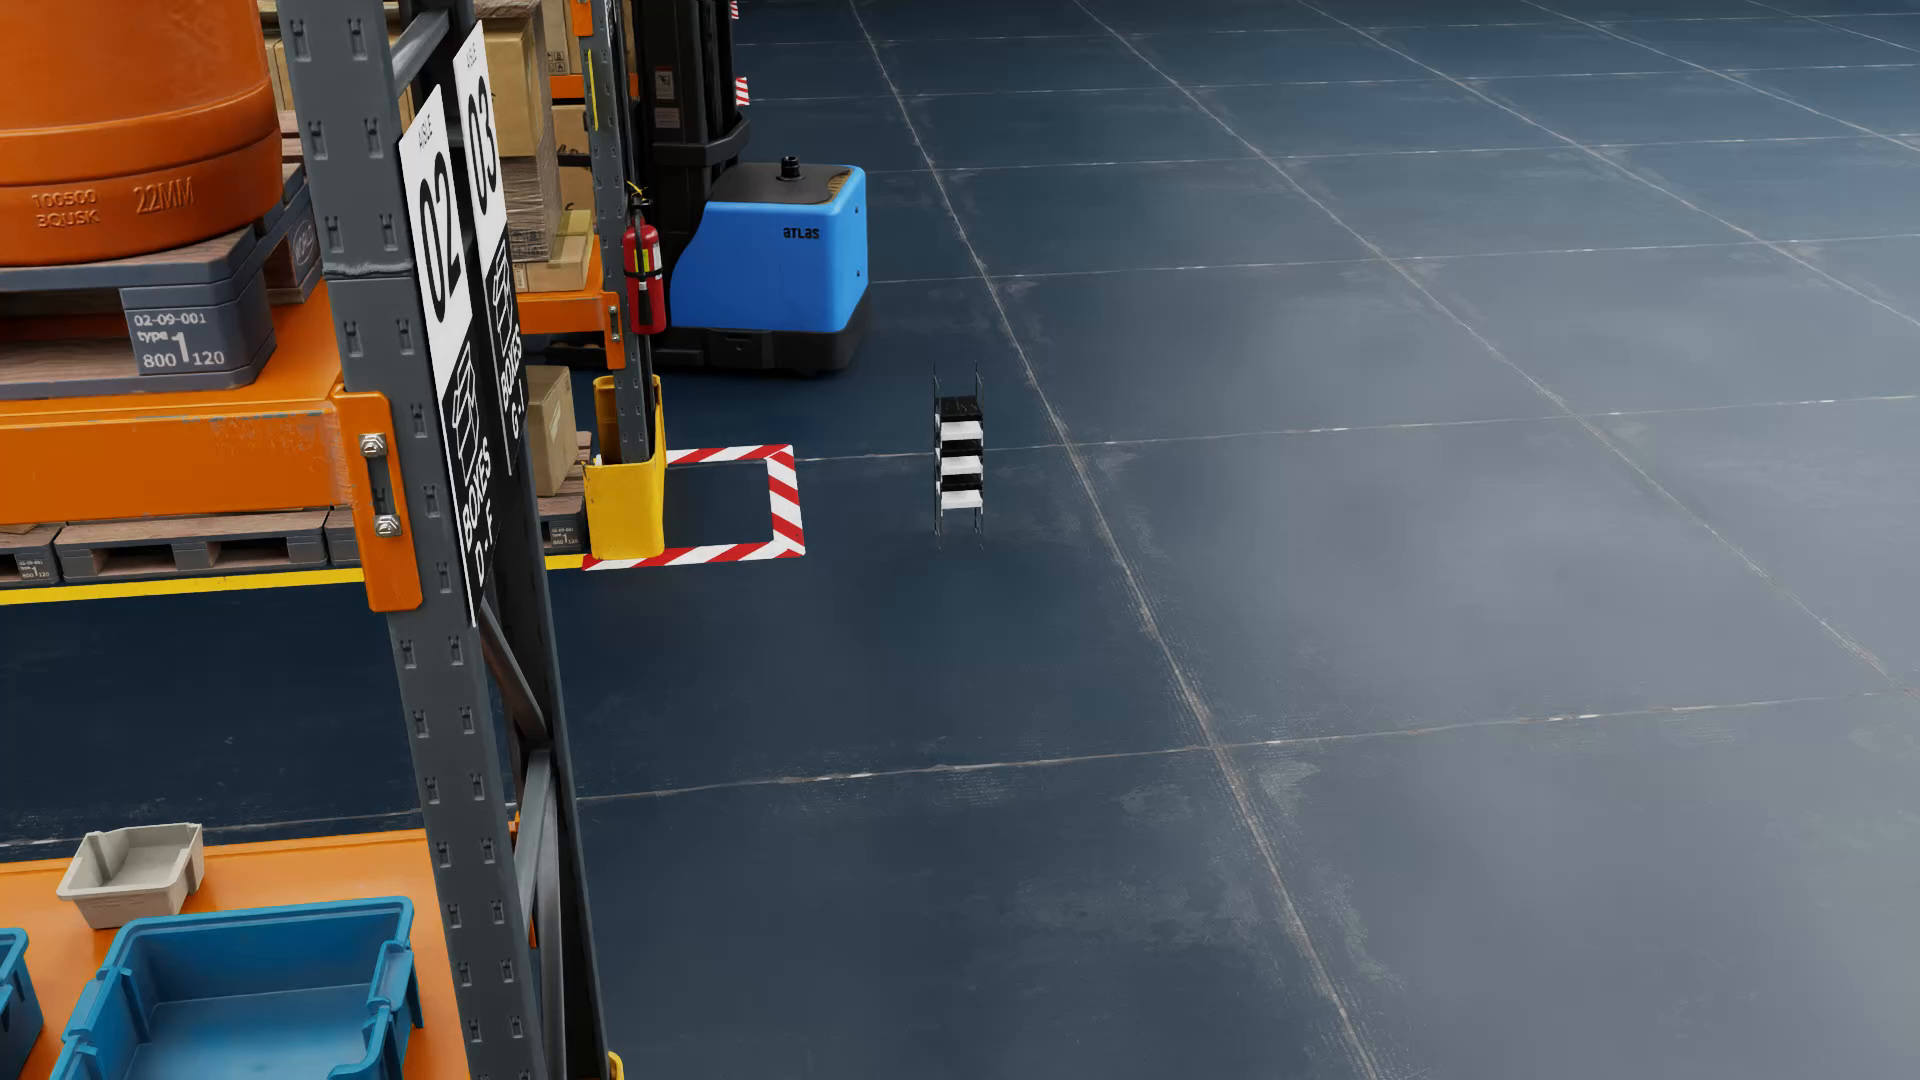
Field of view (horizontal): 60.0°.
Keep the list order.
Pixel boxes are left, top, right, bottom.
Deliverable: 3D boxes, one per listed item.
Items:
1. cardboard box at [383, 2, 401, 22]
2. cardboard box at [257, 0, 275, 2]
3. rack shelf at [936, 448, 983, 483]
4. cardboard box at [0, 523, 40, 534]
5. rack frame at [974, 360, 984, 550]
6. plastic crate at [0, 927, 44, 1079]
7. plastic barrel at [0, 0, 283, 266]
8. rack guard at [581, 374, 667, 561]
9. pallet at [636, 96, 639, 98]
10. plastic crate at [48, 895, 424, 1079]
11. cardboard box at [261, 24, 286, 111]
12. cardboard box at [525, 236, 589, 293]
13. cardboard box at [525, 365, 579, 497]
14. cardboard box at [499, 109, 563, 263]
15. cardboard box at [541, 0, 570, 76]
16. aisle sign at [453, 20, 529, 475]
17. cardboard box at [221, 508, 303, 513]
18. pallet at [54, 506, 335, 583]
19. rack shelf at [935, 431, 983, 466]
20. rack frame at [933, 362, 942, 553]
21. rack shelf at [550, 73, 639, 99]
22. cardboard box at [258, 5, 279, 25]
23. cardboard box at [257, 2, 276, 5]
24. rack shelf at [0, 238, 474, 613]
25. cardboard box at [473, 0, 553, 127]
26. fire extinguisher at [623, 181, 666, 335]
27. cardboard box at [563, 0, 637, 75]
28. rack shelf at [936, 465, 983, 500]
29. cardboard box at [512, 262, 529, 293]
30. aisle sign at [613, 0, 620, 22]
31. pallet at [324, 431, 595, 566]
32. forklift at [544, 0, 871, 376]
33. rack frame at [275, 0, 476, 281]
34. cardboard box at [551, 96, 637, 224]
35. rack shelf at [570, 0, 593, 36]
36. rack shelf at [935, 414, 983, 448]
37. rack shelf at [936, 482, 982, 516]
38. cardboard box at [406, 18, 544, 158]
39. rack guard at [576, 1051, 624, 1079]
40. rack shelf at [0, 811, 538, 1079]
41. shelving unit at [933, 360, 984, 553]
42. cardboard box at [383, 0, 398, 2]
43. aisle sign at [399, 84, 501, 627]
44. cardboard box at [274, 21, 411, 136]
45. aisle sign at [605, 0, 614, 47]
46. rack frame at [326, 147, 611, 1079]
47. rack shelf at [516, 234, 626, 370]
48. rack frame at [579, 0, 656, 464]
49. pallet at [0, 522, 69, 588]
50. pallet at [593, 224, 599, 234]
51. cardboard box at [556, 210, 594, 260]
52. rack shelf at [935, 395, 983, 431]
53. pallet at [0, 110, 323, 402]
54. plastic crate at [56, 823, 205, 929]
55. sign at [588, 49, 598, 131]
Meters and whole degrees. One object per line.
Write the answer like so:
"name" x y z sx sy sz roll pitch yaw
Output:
"cardboard box" -2.698 -2.191 7.705 0.500 0.500 0.500 -4 27 -7
"cardboard box" -4.719 -4.119 11.645 0.550 0.550 0.875 -4 27 -7
"rack shelf" -0.008 -0.370 8.059 0.200 0.077 0.258 -4 27 -7
"cardboard box" -4.613 -0.378 7.978 0.500 0.500 0.500 5 28 9
"rack frame" 0.093 -0.406 8.056 0.006 0.900 0.240 -4 27 -7
"plastic crate" -2.027 1.001 3.176 0.408 0.251 0.499 -4 27 -7
"plastic barrel" -1.393 -0.895 2.493 0.708 0.830 0.600 -4 27 -7
"rack guard" -1.695 -0.393 8.469 0.348 0.500 1.175 -4 27 -7
"pallet" -3.885 -4.709 17.196 1.213 0.211 1.003 -4 27 -7
"plastic crate" -1.383 0.962 3.252 0.616 0.251 0.499 -4 27 -7
"cardboard box" -3.119 -1.920 7.176 0.500 0.500 0.500 -4 27 -7
"cardboard box" -1.873 -1.287 7.748 0.250 0.149 0.380 -4 27 -7
"cardboard box" -2.240 -0.553 8.320 0.500 0.500 0.500 1 27 2
"cardboard box" -2.168 -1.664 7.773 0.500 0.500 0.875 -4 27 -7
"cardboard box" -3.113 -3.737 12.082 0.550 0.550 0.875 -4 27 -7
"aisle sign" -0.899 -0.565 3.217 0.004 0.787 0.394 -4 27 -7
"cardboard box" -3.450 -0.468 8.154 0.500 0.500 0.500 -1 27 -2
"pallet" -3.710 -0.153 8.317 1.213 0.211 1.003 -4 27 -7
"rack shelf" -0.008 -0.450 8.018 0.200 0.077 0.258 -4 27 -7
"rack frame" -0.109 -0.393 8.031 0.006 0.900 0.240 -4 27 -7
"rack shelf" -4.191 -3.312 12.206 4.000 0.370 1.077 -4 27 -7
"cardboard box" -3.193 -2.159 7.641 0.500 0.500 0.500 -4 27 -7
"cardboard box" -4.715 -3.626 11.867 0.550 0.550 0.875 -4 27 -7
"rack shelf" -2.910 -0.158 2.775 4.000 0.370 1.077 -4 27 -7
"cardboard box" -2.202 -2.220 7.760 0.500 0.500 0.500 -4 27 -7
"fire extinguisher" -1.442 -1.275 7.533 0.183 0.674 0.296 -4 27 -7
"cardboard box" -2.572 -3.781 12.170 0.550 0.550 0.875 -4 27 -7
"rack shelf" -0.008 -0.290 8.100 0.200 0.077 0.258 -4 27 -7
"cardboard box" -2.121 -1.271 7.717 0.250 0.149 0.380 -4 27 -7
"aisle sign" -1.600 -2.806 7.586 0.004 0.787 0.394 -4 27 -7
"pallet" -2.504 -0.229 8.465 1.213 0.211 1.003 -4 27 -7
"forklift" -2.140 -2.585 10.077 3.031 2.935 1.130 3 27 6
"rack frame" -0.929 -1.940 2.174 0.127 3.000 1.000 -4 27 -7
"cardboard box" -2.873 -2.927 12.537 0.875 0.875 0.875 -4 27 -7
"rack shelf" -3.600 -2.397 7.139 4.000 0.370 1.077 -4 27 -7
"rack shelf" -0.008 -0.530 7.977 0.200 0.077 0.258 -4 27 -7
"rack shelf" -0.008 -0.210 8.141 0.200 0.077 0.258 -4 27 -7
"cardboard box" -2.130 -1.985 7.302 0.500 0.500 0.500 -4 27 -7
"rack guard" -0.998 1.867 4.063 0.348 0.500 1.175 -4 27 -7
"rack shelf" -2.910 1.176 3.460 4.000 0.370 1.077 -4 27 -7
"shelving unit" -0.008 -0.400 8.044 0.210 0.900 0.258 -4 27 -7
"cardboard box" -4.204 -3.705 12.021 0.500 0.550 0.875 -4 27 -7
"aisle sign" -0.817 -0.298 2.697 0.004 0.787 0.394 -4 27 -7
"cardboard box" -2.624 -1.951 7.235 0.500 0.500 0.500 -4 27 -7
"aisle sign" -1.516 -2.535 7.057 0.004 0.787 0.394 -4 27 -7
"rack frame" -0.929 0.729 3.544 0.127 3.000 1.000 -4 27 -7
"rack shelf" -3.600 -1.063 7.824 4.000 0.370 1.077 -4 27 -7
"rack frame" -1.619 -1.510 7.907 0.127 3.000 1.000 -4 27 -7
"pallet" -4.920 -0.074 8.163 1.213 0.211 1.003 -4 27 -7
"pallet" -2.991 -2.432 12.758 1.213 0.211 1.003 -4 27 -7
"cardboard box" -1.935 -1.488 8.139 0.250 0.149 0.380 -4 27 -7
"rack shelf" -0.008 -0.610 7.936 0.200 0.077 0.258 -4 27 -7
"pallet" -1.762 -0.513 2.886 1.213 0.211 1.003 -4 27 -7
"plastic crate" -1.860 0.758 3.776 0.250 0.136 0.298 -4 27 -7
"sign" -1.562 -1.914 7.079 0.005 0.325 0.100 -4 27 -7
